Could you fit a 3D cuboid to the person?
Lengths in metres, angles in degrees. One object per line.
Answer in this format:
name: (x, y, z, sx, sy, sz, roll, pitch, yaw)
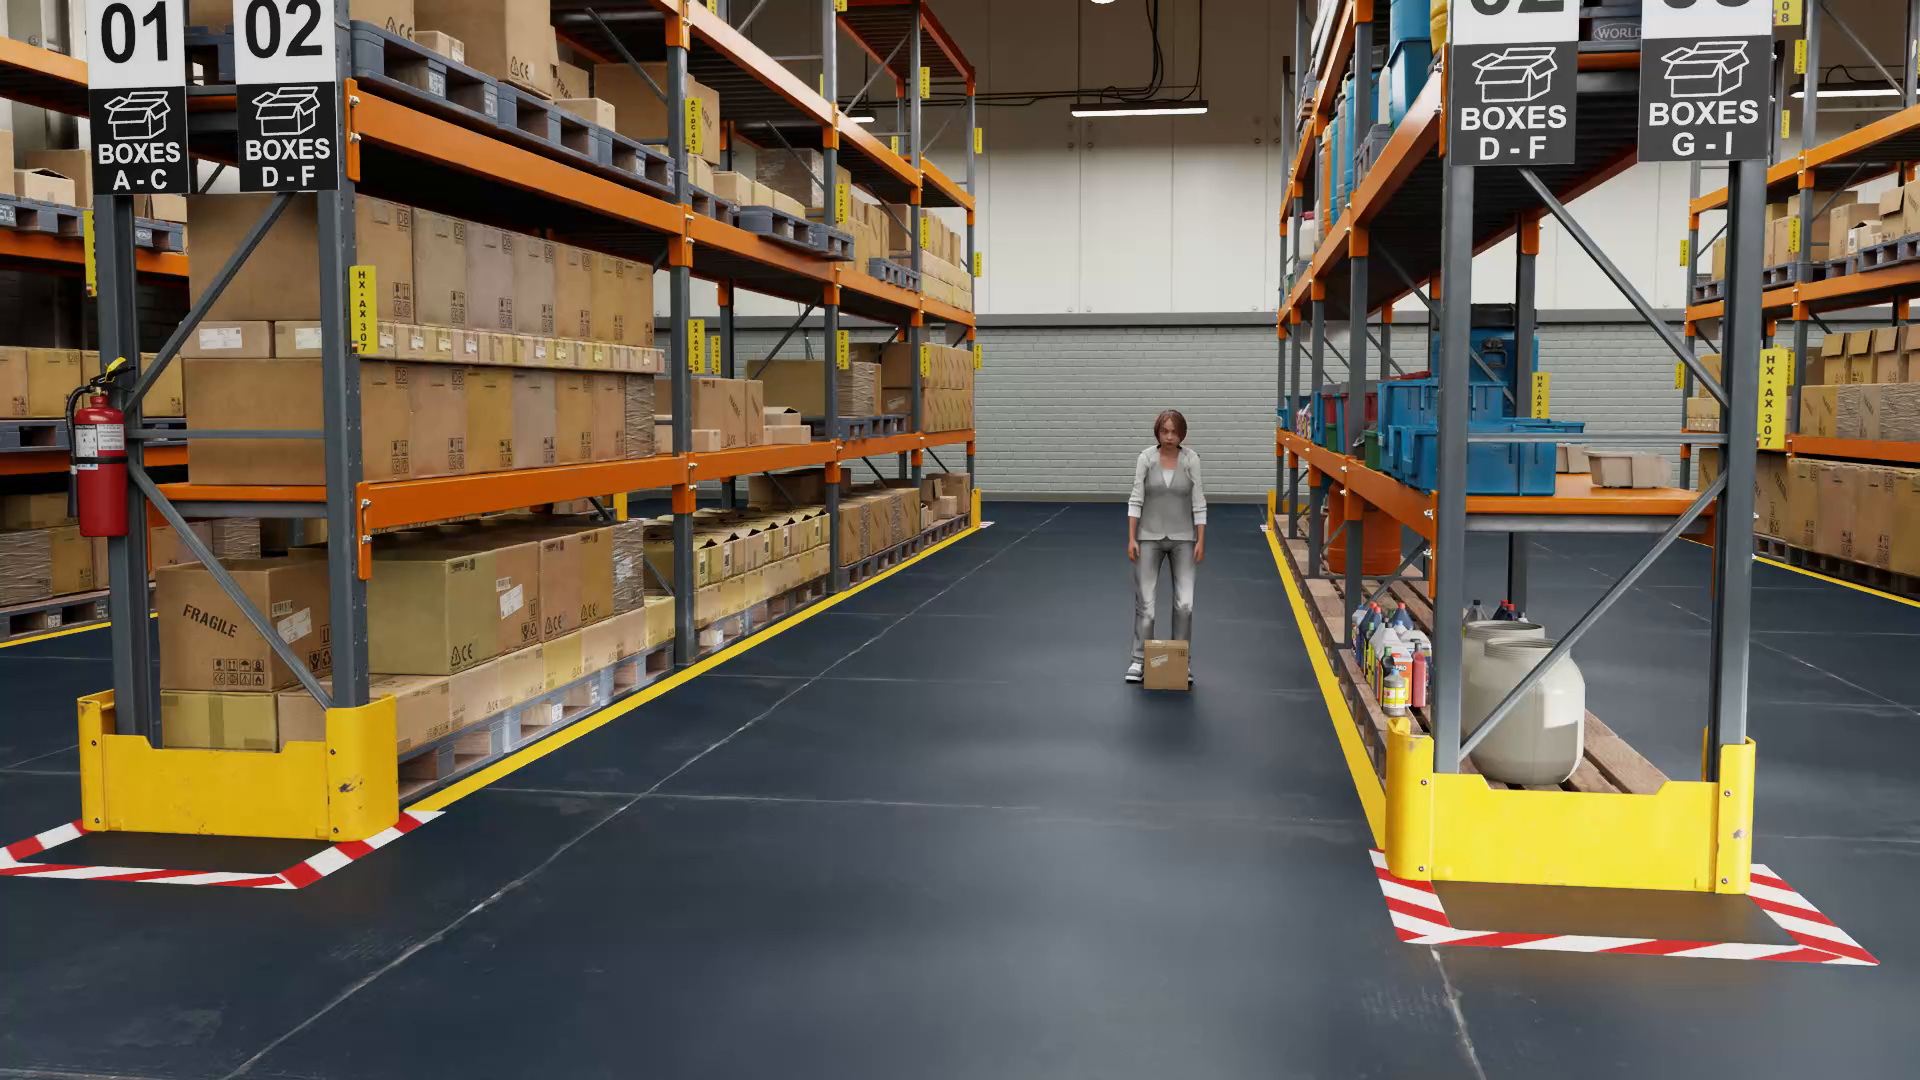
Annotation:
person: (1.213, 0.031, 9.759, 0.465, 1.592, 0.347, 1, 5, 8)
